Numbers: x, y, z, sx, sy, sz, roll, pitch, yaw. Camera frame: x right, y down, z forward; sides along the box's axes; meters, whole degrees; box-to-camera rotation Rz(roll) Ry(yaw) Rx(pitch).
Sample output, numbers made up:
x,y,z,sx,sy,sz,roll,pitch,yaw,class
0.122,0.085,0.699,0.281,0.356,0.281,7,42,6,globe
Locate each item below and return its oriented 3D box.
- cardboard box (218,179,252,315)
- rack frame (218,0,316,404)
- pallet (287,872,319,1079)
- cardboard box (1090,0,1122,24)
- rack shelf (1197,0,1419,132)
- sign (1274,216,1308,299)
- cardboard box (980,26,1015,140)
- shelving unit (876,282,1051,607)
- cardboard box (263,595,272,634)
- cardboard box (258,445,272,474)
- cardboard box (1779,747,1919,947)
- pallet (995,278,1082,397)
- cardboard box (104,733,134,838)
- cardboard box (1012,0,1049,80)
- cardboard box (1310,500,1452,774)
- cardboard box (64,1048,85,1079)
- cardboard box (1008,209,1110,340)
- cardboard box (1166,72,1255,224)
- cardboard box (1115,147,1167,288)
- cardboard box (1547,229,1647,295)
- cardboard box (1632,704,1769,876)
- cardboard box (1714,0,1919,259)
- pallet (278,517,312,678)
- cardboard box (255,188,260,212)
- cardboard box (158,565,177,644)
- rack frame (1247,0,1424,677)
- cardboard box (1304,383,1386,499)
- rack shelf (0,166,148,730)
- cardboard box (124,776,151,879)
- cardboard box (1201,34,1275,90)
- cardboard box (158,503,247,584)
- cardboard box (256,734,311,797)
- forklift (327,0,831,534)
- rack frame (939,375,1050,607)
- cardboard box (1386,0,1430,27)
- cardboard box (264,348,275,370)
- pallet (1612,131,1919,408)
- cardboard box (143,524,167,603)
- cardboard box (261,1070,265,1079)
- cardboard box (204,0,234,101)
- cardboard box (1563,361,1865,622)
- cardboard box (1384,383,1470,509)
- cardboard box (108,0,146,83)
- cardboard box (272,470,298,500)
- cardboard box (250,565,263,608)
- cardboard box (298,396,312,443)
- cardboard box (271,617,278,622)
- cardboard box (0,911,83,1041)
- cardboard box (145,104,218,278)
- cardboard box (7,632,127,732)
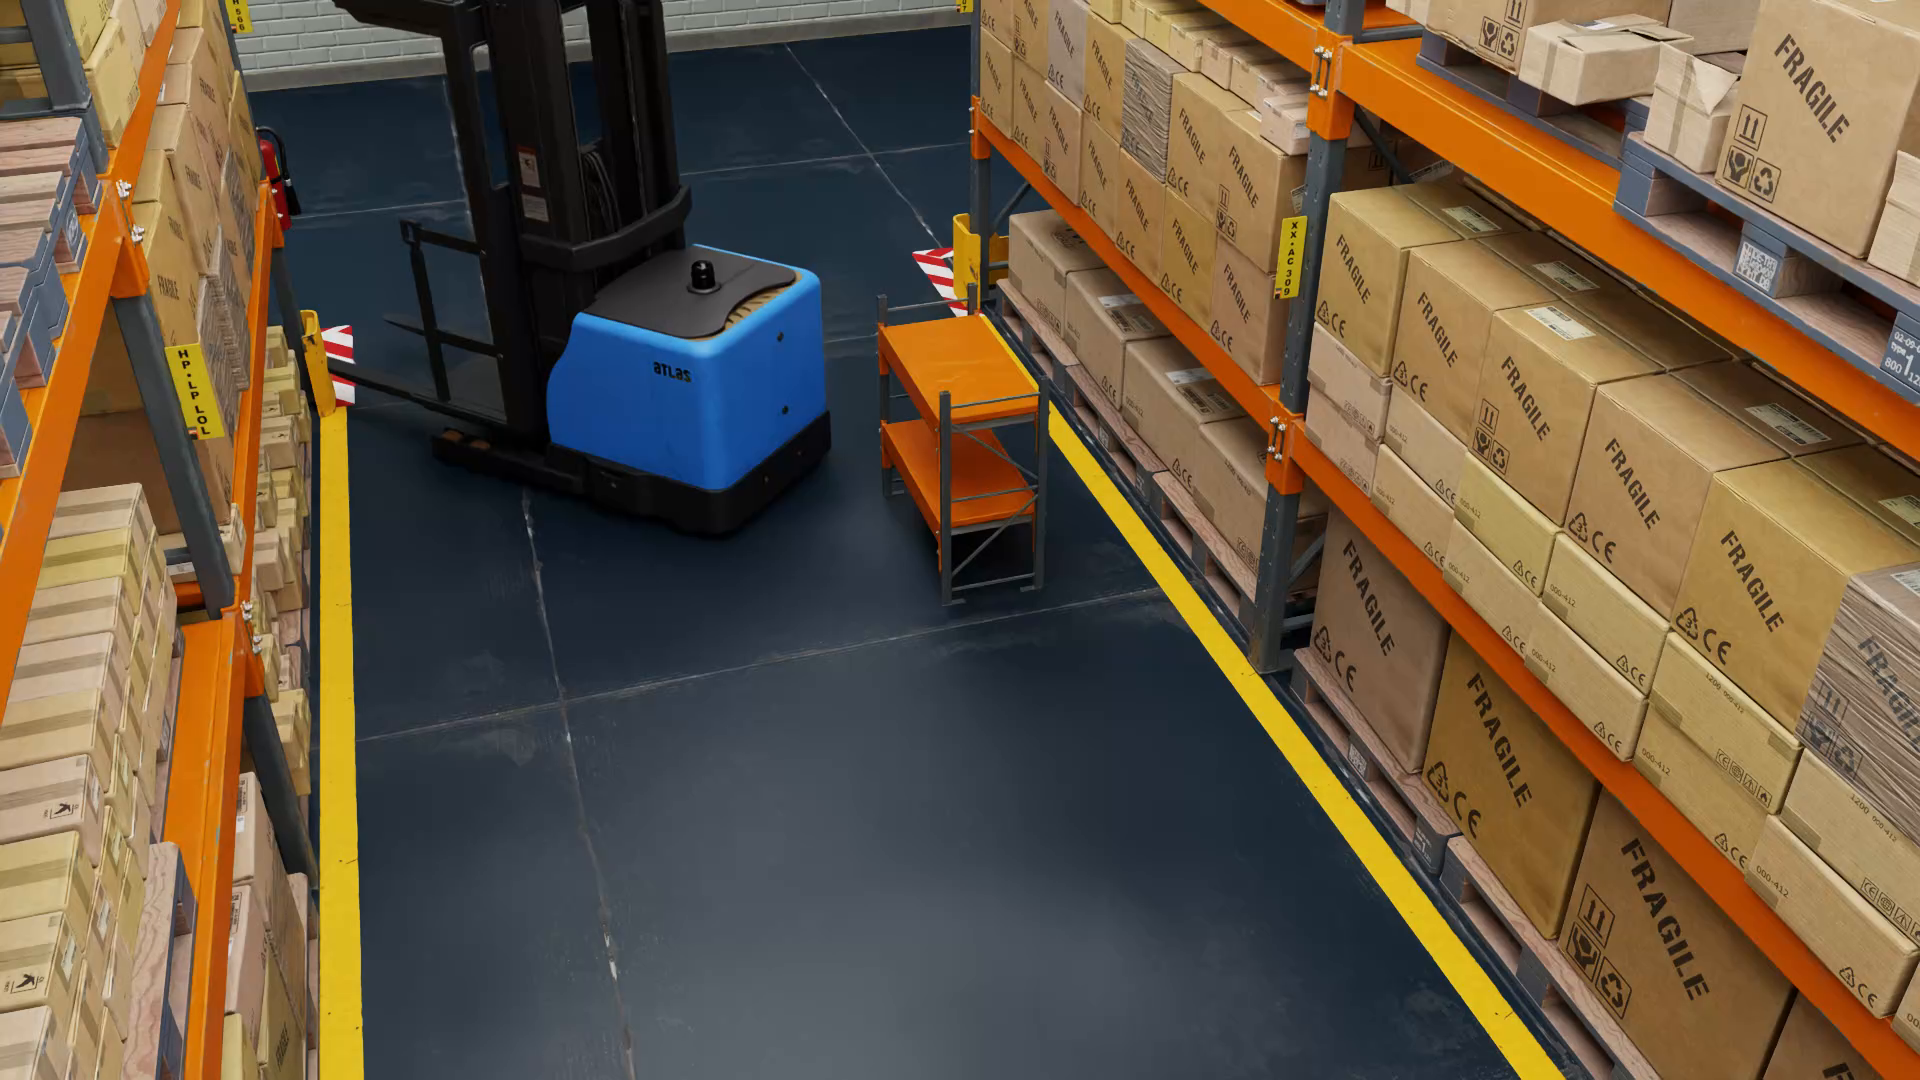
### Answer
x,y,z,sx,sy,sz,roll,pitch,yaw,class
-3.286,-1.153,6.914,0.500,0.500,0.500,-8,34,-12,cardboard box
-4.126,-1.980,8.525,1.000,3.000,0.127,-10,35,-15,rack frame
-2.667,1.692,5.497,1.003,0.211,1.213,-10,35,-15,pallet
0.835,-2.540,7.787,0.380,0.149,0.250,-11,35,-16,cardboard box
1.167,-2.766,7.647,1.077,0.370,4.000,-10,35,-15,rack shelf
1.249,-1.065,6.284,0.100,0.325,0.005,-10,35,-15,sign
0.430,-2.606,9.383,0.500,0.500,0.500,-10,35,-15,cardboard box
-0.002,-0.473,7.945,0.538,1.125,1.048,-10,35,-15,shelving unit
-3.063,0.385,6.882,0.380,0.149,0.250,-12,35,-17,cardboard box
-3.373,-0.287,7.628,0.380,0.149,0.250,-11,35,-16,cardboard box
2.448,0.709,4.139,0.500,0.250,0.500,-11,35,-16,cardboard box
0.875,-1.295,10.018,1.003,0.211,1.213,-10,35,-15,pallet
-2.277,0.650,4.122,0.380,0.149,0.250,-12,35,-17,cardboard box
0.596,-2.754,8.699,0.500,0.500,0.500,-11,35,-16,cardboard box
2.042,0.258,6.684,0.875,0.875,0.875,-9,34,-13,cardboard box
-1.964,1.194,3.300,0.380,0.149,0.250,-10,35,-15,cardboard box
0.854,-1.642,9.957,0.875,0.438,0.875,-11,35,-16,cardboard box
1.223,-1.693,7.093,0.500,0.500,0.500,-11,35,-15,cardboard box
1.063,-1.538,7.766,0.500,0.500,0.500,-11,35,-15,cardboard box
2.317,-0.761,5.683,0.500,0.500,0.500,-9,35,-14,cardboard box
2.287,0.643,4.692,0.500,0.250,0.500,-10,35,-15,cardboard box
2.183,-1.010,3.865,0.500,0.500,0.500,-10,35,-14,cardboard box
-3.521,0.296,7.611,1.003,0.211,1.213,-10,35,-15,pallet
-3.758,-1.751,8.407,0.380,0.149,0.250,-10,35,-15,cardboard box
-2.597,0.225,5.035,0.380,0.149,0.250,-11,35,-16,cardboard box
1.777,-0.765,6.687,1.000,3.000,0.127,-10,35,-15,rack frame
1.660,-0.427,6.311,0.500,0.250,0.500,-11,35,-16,cardboard box
-2.296,0.219,3.129,1.077,0.370,4.000,-10,35,-15,rack shelf
-2.276,0.770,4.211,0.380,0.149,0.250,-12,35,-17,cardboard box
1.242,-2.022,7.003,0.380,0.149,0.250,-10,35,-15,cardboard box
-2.681,0.022,5.724,0.380,0.149,0.250,-9,34,-13,cardboard box
-2.711,0.890,6.388,0.380,0.149,0.250,-12,35,-17,cardboard box
-2.229,-1.826,8.355,3.031,2.935,1.130,17,37,23,forklift
0.153,-0.206,7.541,0.500,1.125,0.032,-10,35,-15,rack frame
1.596,-1.814,5.294,0.396,0.266,0.258,-10,35,-15,cardboard box
-3.702,-0.837,8.461,0.380,0.149,0.250,-9,35,-14,cardboard box
2.406,-0.753,4.120,1.003,0.211,1.213,-8,34,-13,pallet
-2.597,0.102,4.952,0.380,0.149,0.250,-9,35,-13,cardboard box
-2.132,1.874,4.580,0.500,0.500,0.500,-11,35,-16,cardboard box
-3.750,-2.364,7.839,0.500,0.500,0.500,-11,35,-16,cardboard box
2.133,-0.148,4.755,0.500,0.500,0.500,-11,35,-16,cardboard box
1.829,-0.363,5.762,0.500,0.250,0.500,-9,35,-14,cardboard box
-2.958,-1.617,5.392,0.500,0.250,0.500,-11,35,-15,cardboard box
-3.303,-0.180,7.737,0.380,0.149,0.250,-8,34,-12,cardboard box
-3.067,0.259,6.803,0.380,0.149,0.250,-11,35,-16,cardboard box
-3.592,-0.606,8.651,0.380,0.149,0.250,-9,35,-13,cardboard box
-3.158,0.368,7.177,0.380,0.149,0.250,-11,35,-17,cardboard box
-2.045,0.937,3.418,0.380,0.149,0.250,-9,35,-13,cardboard box
-3.109,-1.280,6.198,0.500,0.500,0.500,-9,35,-14,cardboard box
-2.358,0.395,4.239,0.380,0.149,0.250,-10,35,-15,cardboard box
